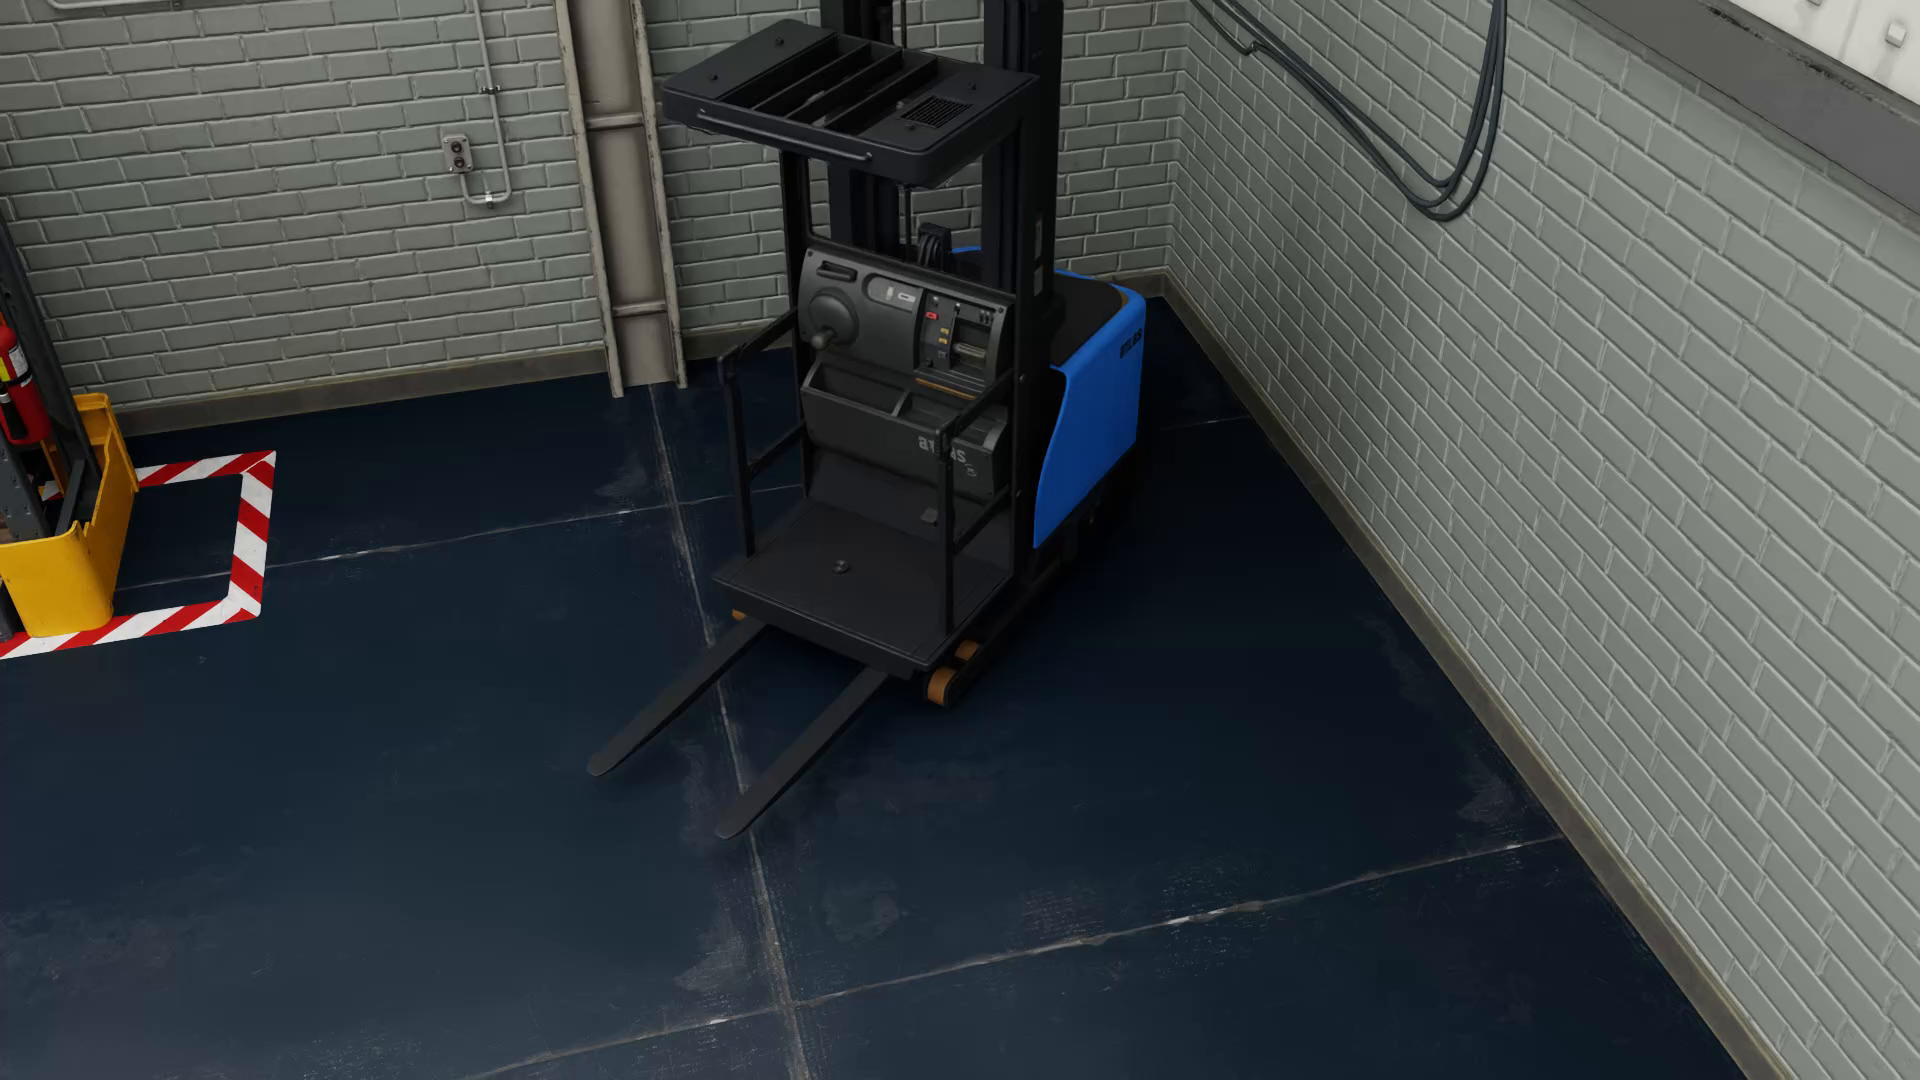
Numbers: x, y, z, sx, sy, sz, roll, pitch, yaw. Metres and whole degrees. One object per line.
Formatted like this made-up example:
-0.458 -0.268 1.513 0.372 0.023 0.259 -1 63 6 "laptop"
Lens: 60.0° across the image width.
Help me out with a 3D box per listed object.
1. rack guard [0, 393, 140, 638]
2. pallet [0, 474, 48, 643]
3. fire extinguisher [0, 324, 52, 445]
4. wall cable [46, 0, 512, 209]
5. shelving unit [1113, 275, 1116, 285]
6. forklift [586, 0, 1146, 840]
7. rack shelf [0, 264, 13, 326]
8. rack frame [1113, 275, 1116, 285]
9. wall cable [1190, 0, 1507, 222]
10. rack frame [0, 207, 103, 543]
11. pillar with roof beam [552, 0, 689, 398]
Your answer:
-4.026 -0.135 7.515 0.348 0.500 1.175 -9 38 -12 "rack guard"
-4.801 0.156 7.372 1.213 0.211 1.003 -9 38 -12 "pallet"
-3.784 -0.698 6.564 0.183 0.674 0.296 -9 38 -12 "fire extinguisher"
-3.060 -2.285 7.432 1.851 1.984 0.084 -9 38 -12 "wall cable"
0.688 -0.813 8.072 0.210 0.900 0.258 -15 40 -19 "shelving unit"
-0.342 -0.802 6.386 1.130 2.935 3.031 20 42 24 "forklift"
-5.980 -0.521 6.555 4.000 0.370 1.077 -9 38 -12 "rack shelf"
0.781 -0.838 8.105 0.006 0.900 0.240 -15 40 -19 "rack frame"
1.504 -2.959 6.768 0.112 2.526 3.097 -9 38 -12 "wall cable"
-4.050 -1.124 6.750 0.127 3.000 1.000 -9 38 -12 "rack frame"
-0.546 -1.916 2.849 0.400 9.000 9.100 -9 38 -12 "pillar with roof beam"
